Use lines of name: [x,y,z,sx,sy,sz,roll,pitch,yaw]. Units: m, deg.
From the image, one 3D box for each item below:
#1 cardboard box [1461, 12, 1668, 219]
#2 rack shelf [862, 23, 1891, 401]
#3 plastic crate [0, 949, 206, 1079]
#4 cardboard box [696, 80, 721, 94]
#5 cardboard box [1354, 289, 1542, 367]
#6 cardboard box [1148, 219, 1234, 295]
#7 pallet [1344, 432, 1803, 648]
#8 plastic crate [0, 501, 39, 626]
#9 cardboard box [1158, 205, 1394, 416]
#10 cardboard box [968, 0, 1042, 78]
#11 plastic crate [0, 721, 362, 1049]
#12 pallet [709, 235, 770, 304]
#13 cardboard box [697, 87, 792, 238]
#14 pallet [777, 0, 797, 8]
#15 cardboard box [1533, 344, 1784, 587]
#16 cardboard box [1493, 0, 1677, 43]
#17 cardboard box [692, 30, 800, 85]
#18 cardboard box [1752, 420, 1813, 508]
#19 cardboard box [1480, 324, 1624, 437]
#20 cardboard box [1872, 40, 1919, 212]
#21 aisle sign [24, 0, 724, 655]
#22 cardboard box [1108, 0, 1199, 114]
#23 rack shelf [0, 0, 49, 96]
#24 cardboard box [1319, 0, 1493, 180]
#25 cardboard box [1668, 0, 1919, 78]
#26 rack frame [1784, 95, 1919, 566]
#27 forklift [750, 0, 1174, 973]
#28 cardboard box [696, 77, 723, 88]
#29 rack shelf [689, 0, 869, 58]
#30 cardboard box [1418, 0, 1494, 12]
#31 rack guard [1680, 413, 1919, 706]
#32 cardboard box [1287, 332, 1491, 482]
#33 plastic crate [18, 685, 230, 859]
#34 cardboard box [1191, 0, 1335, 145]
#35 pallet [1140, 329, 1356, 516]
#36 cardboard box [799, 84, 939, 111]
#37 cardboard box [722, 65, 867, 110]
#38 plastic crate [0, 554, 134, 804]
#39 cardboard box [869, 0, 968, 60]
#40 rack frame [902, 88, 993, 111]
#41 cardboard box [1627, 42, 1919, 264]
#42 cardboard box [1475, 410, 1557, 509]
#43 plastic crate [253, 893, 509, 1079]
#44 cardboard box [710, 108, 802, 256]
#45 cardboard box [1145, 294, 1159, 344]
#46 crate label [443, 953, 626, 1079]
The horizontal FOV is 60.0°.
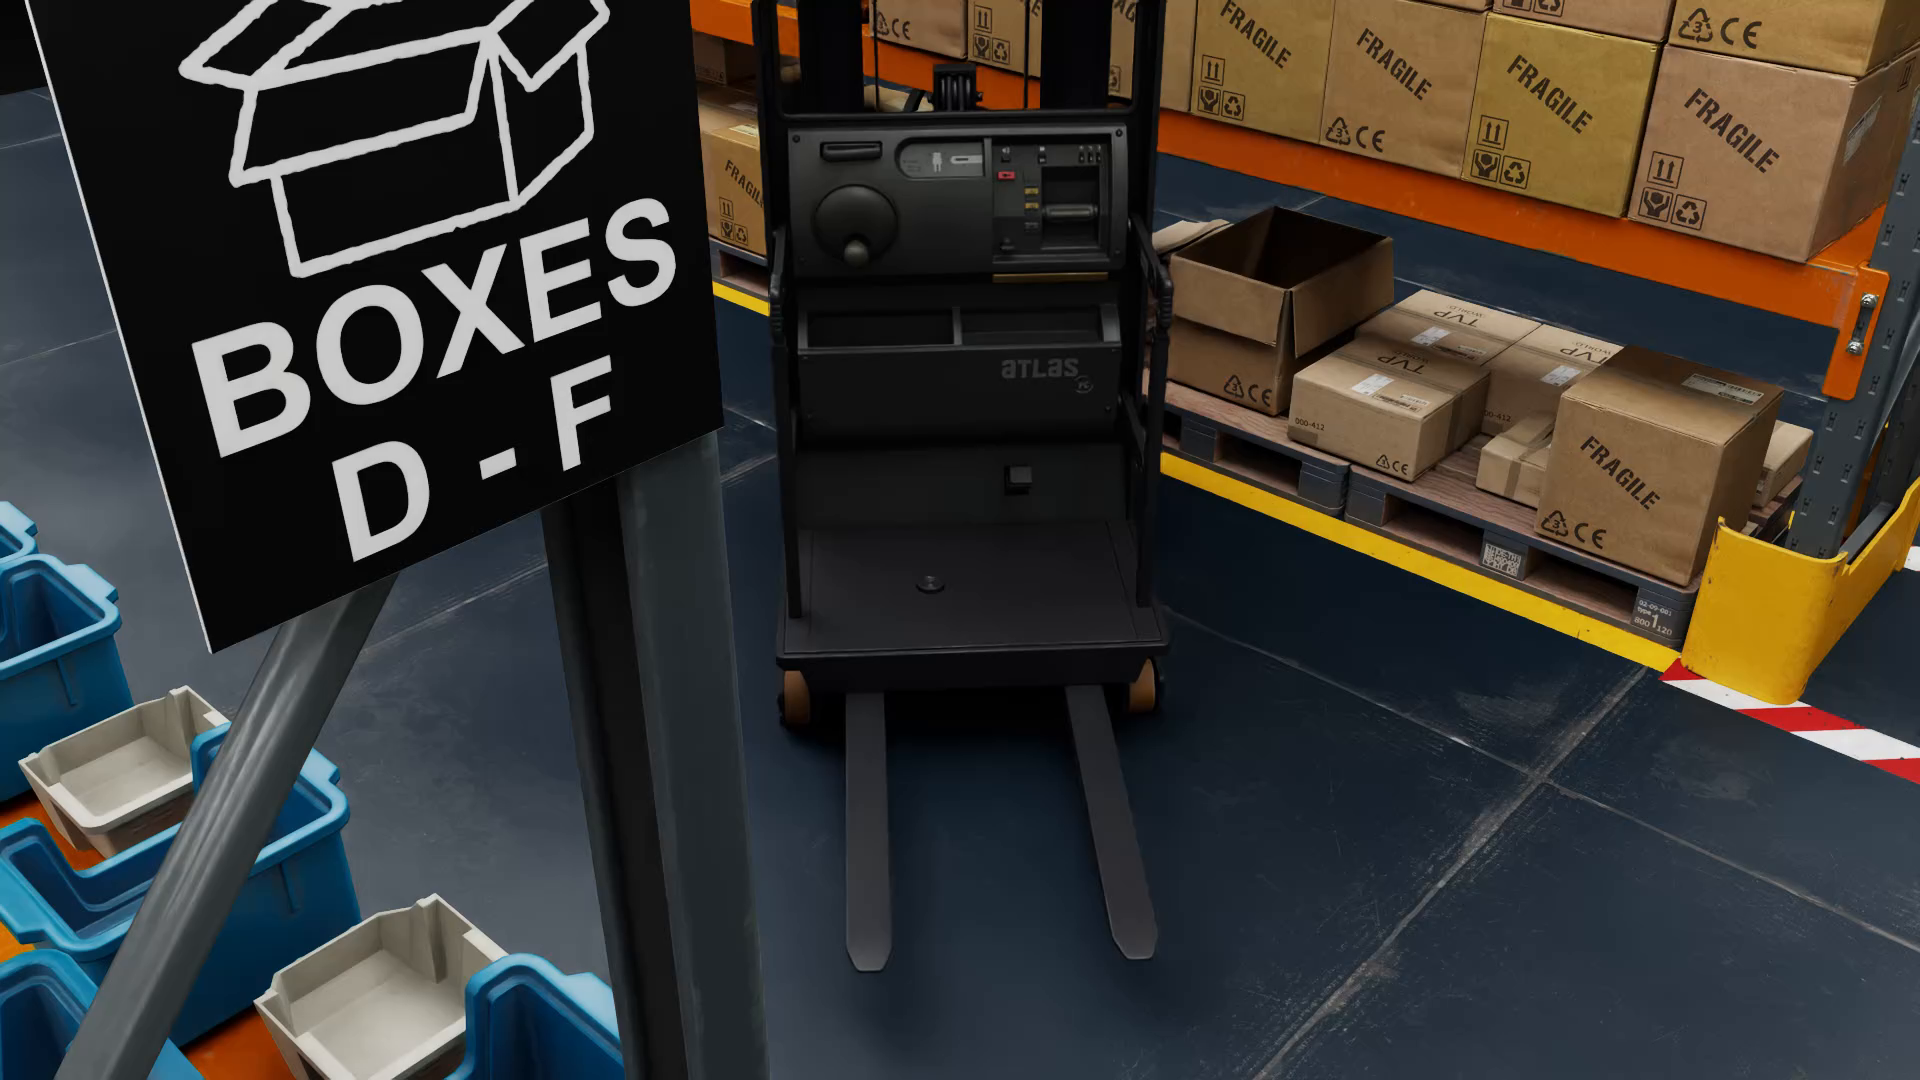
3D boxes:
cardboard box: [1.865,-1.309,4.918,0.500,0.500,0.500,25,39,35]
rack shelf: [1.284,-1.421,5.899,4.000,0.370,1.077,25,39,35]
plastic crate: [-0.933,0.771,1.469,0.499,0.435,0.616,25,39,35]
cardboard box: [-1.489,-1.948,8.074,0.500,0.500,0.500,26,39,36]
cardboard box: [1.813,-0.690,6.227,0.500,0.250,0.500,25,39,35]
cardboard box: [0.970,-1.109,6.865,0.500,0.311,0.500,25,39,35]
pallet: [2.119,-0.144,5.784,1.213,0.211,1.003,25,39,35]
plastic crate: [-1.720,0.131,2.728,0.300,0.233,0.416,25,39,35]
cardboard box: [1.198,-0.892,6.317,0.637,0.503,0.797,25,39,35]
cardboard box: [0.378,-2.007,6.079,0.500,0.500,0.500,26,40,36]
plastic crate: [-1.010,0.463,2.176,0.300,0.233,0.416,25,39,35]
pallet: [-0.827,-1.493,8.026,1.213,0.211,1.003,25,39,35]
cardboard box: [-1.118,-1.774,7.786,0.500,0.500,0.500,25,39,35]
pallet: [-0.718,-2.657,7.441,1.213,0.211,1.003,25,39,35]
cardboard box: [2.199,-0.248,5.251,0.500,0.500,0.500,25,39,35]
cardboard box: [1.877,-1.731,4.651,0.500,0.500,0.500,26,40,36]
cardboard box: [-1.135,-2.466,8.209,0.500,0.250,0.500,25,39,35]
cardboard box: [2.687,-0.280,5.644,0.250,0.149,0.380,25,39,35]
cardboard box: [2.184,-0.517,5.939,0.500,0.250,0.500,25,39,35]
cardboard box: [2.615,-1.334,4.960,0.500,0.500,0.500,26,40,36]
aisle sign: [-0.307,-0.346,0.896,0.004,0.787,0.394,25,39,35]
cardboard box: [0.748,-1.833,5.790,0.500,0.500,0.500,25,39,35]
rack shelf: [-2.042,-0.813,1.981,4.000,0.370,1.077,25,39,35]
cardboard box: [1.499,-1.483,5.209,0.500,0.500,0.500,25,39,35]
cardboard box: [2.253,-1.557,4.361,0.500,0.500,0.500,25,39,35]
rack frame: [2.767,-1.037,4.564,0.127,3.000,1.000,25,39,35]
forklift: [0.012,-0.890,4.386,1.130,2.935,3.031,-2,31,-3]
cardboard box: [-1.162,-2.155,8.419,0.500,0.500,0.500,26,39,36]
rack shelf: [-1.681,-2.805,8.198,4.000,0.370,1.077,25,39,35]
cardboard box: [1.490,-1.909,4.946,0.500,0.500,0.500,26,40,36]
rack guard: [2.711,0.008,5.252,0.348,0.500,1.175,25,39,35]
cardboard box: [1.514,-0.481,5.881,0.500,0.250,0.500,25,39,35]
plastic crate: [-1.207,0.355,2.450,0.298,0.136,0.250,25,39,35]
cardboard box: [1.126,-1.658,5.498,0.500,0.500,0.500,24,39,34]
pallet: [1.219,-0.566,6.486,1.213,0.211,1.003,25,39,35]
cardboard box: [-0.394,-1.799,7.827,0.500,0.500,0.500,23,38,33]
cardboard box: [-0.797,-1.979,8.127,0.500,0.500,0.500,26,39,36]
plastic crate: [-1.498,0.235,2.555,0.300,0.233,0.416,25,39,35]
cardboard box: [-0.004,-2.183,6.371,0.500,0.500,0.500,26,40,36]
rack frame: [-0.199,-2.421,6.863,0.127,3.000,1.000,25,39,35]
cardboard box: [2.252,-1.130,4.622,0.500,0.500,0.500,26,40,36]
cardboard box: [1.959,-0.280,5.627,0.250,0.166,0.380,25,39,35]
plastic crate: [-0.704,0.590,2.060,0.298,0.136,0.250,25,39,35]
cardboard box: [-0.757,-1.600,7.496,0.500,0.500,0.500,25,39,35]
cardboard box: [0.615,-0.872,6.611,0.250,0.166,0.380,25,39,35]
crate label: [-0.522,0.691,1.798,0.303,0.233,0.416,25,39,35]
